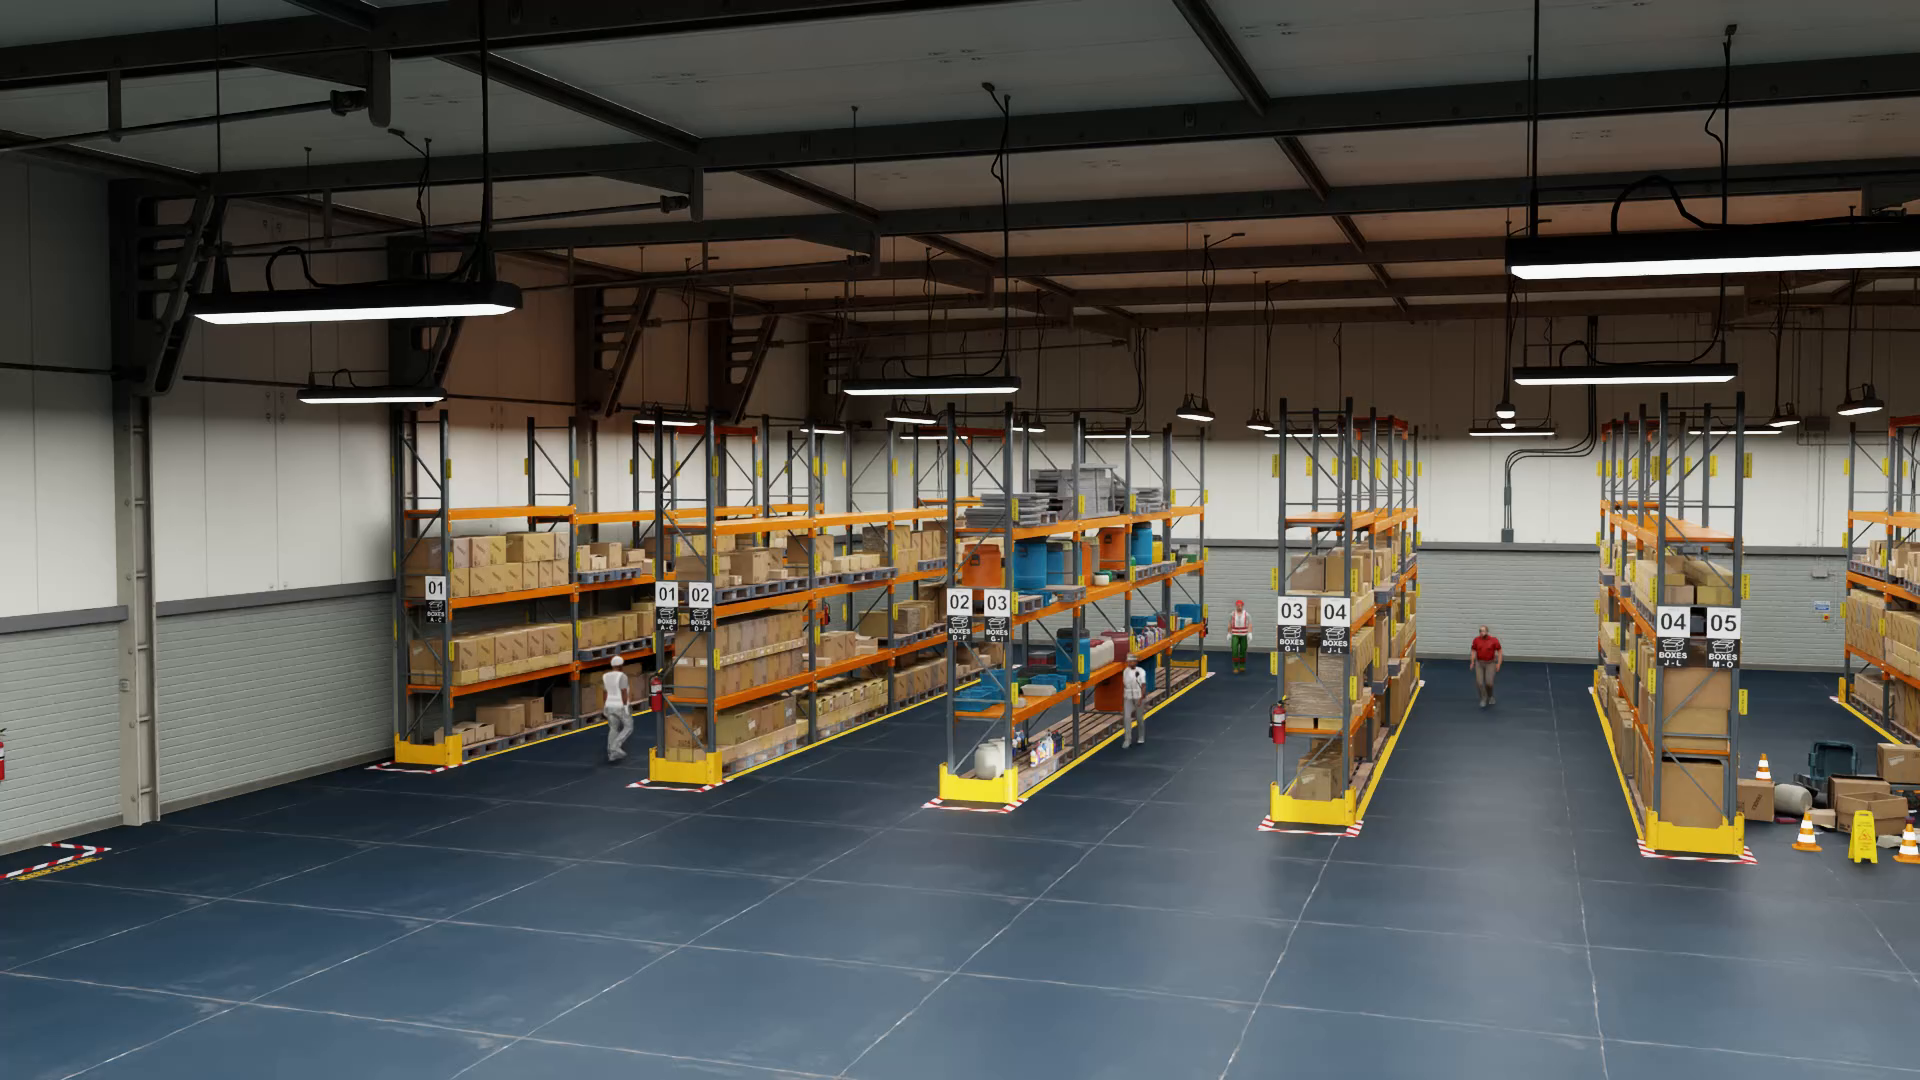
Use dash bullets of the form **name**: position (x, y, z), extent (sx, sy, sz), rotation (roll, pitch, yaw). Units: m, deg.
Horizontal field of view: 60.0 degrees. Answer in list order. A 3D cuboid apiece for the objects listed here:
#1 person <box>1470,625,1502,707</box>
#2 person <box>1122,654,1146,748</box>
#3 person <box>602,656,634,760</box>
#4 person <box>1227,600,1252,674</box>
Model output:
- **person**: position (11.117, 2.651, 35.093), extent (0.636, 1.712, 0.503), rotation (1, 3, 31)
- **person**: position (3.122, 2.874, 29.975), extent (0.474, 1.646, 0.857), rotation (1, 3, 19)
- **person**: position (-5.919, 2.882, 28.565), extent (0.594, 1.775, 0.507), rotation (1, 3, 29)
- **person**: position (6.860, 2.368, 40.787), extent (0.616, 1.813, 0.596), rotation (0, 2, 11)
